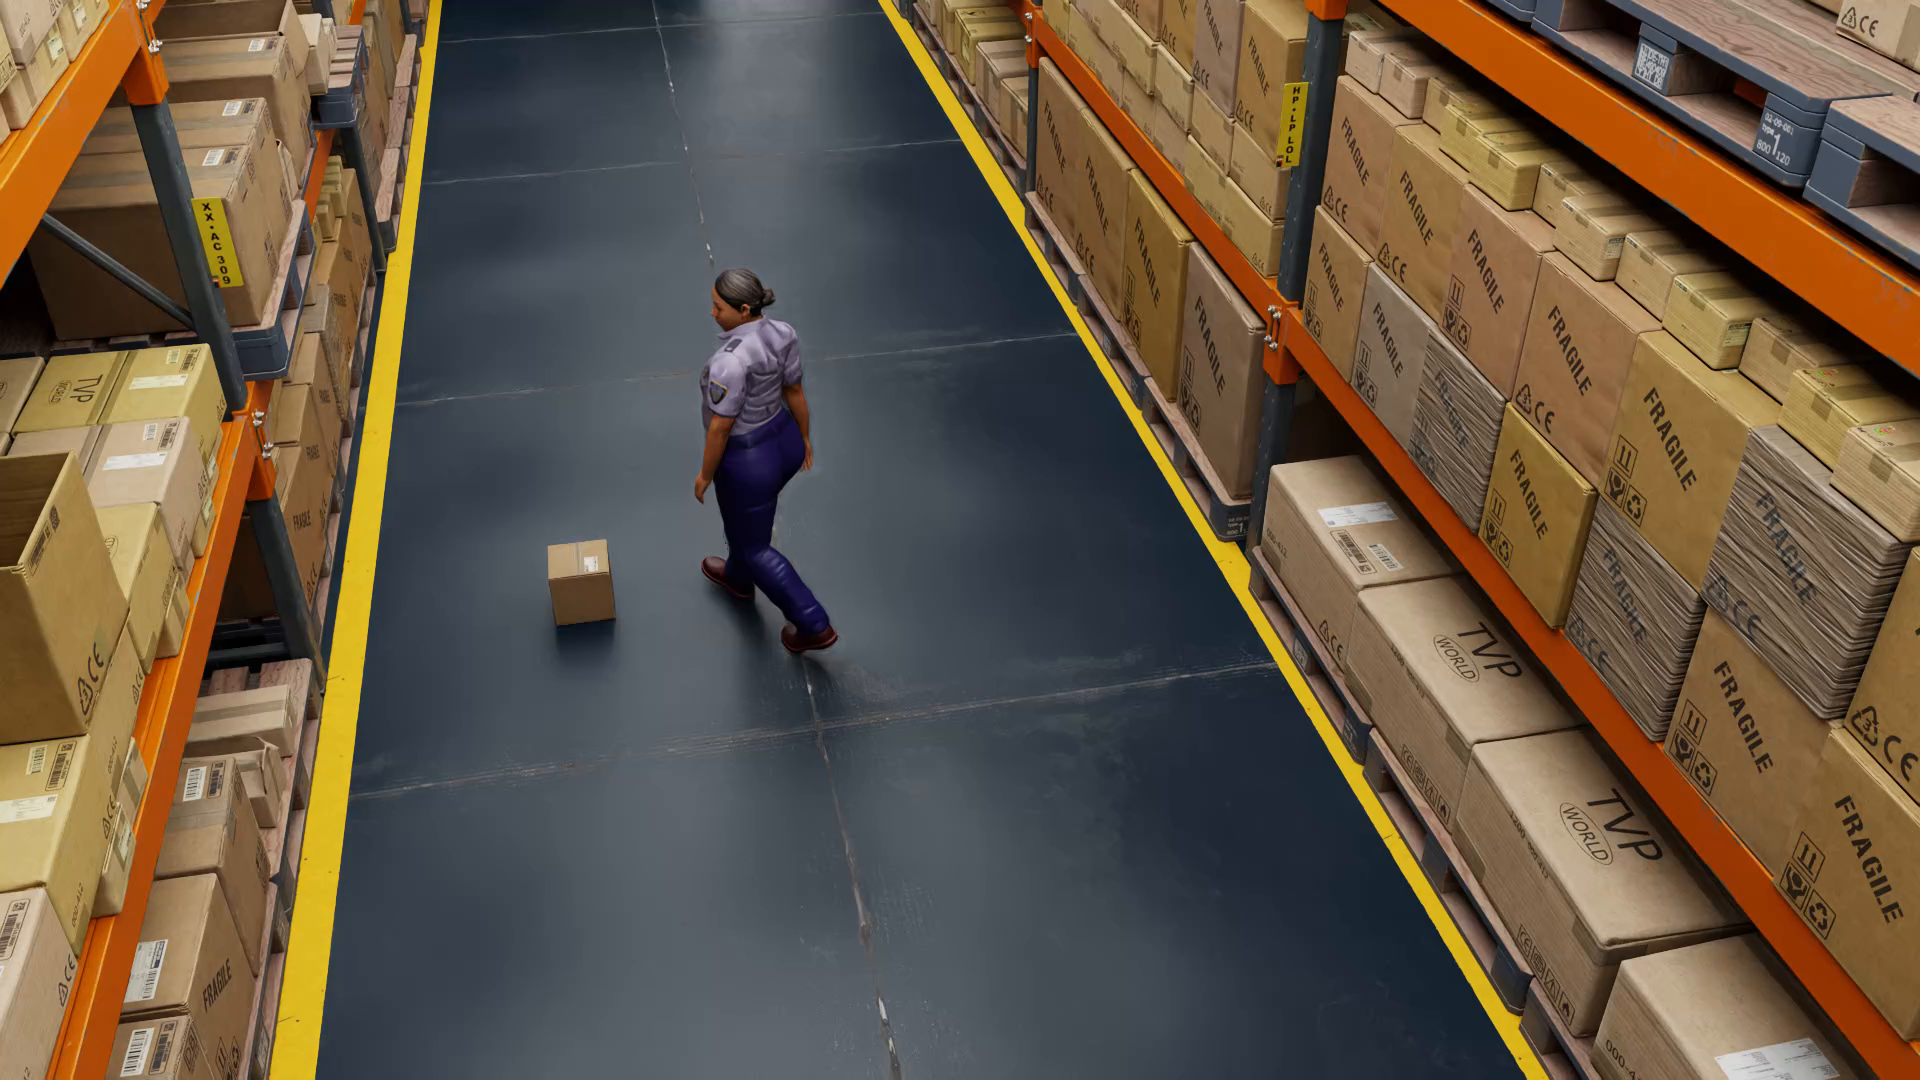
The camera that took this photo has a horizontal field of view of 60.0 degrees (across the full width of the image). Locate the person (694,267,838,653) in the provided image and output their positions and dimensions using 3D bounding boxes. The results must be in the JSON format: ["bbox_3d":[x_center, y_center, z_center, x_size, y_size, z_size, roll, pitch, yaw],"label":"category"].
[{"bbox_3d":[-0.812,-0.331,6.633,0.889,1.619,0.529,18,39,25],"label":"person"}]
